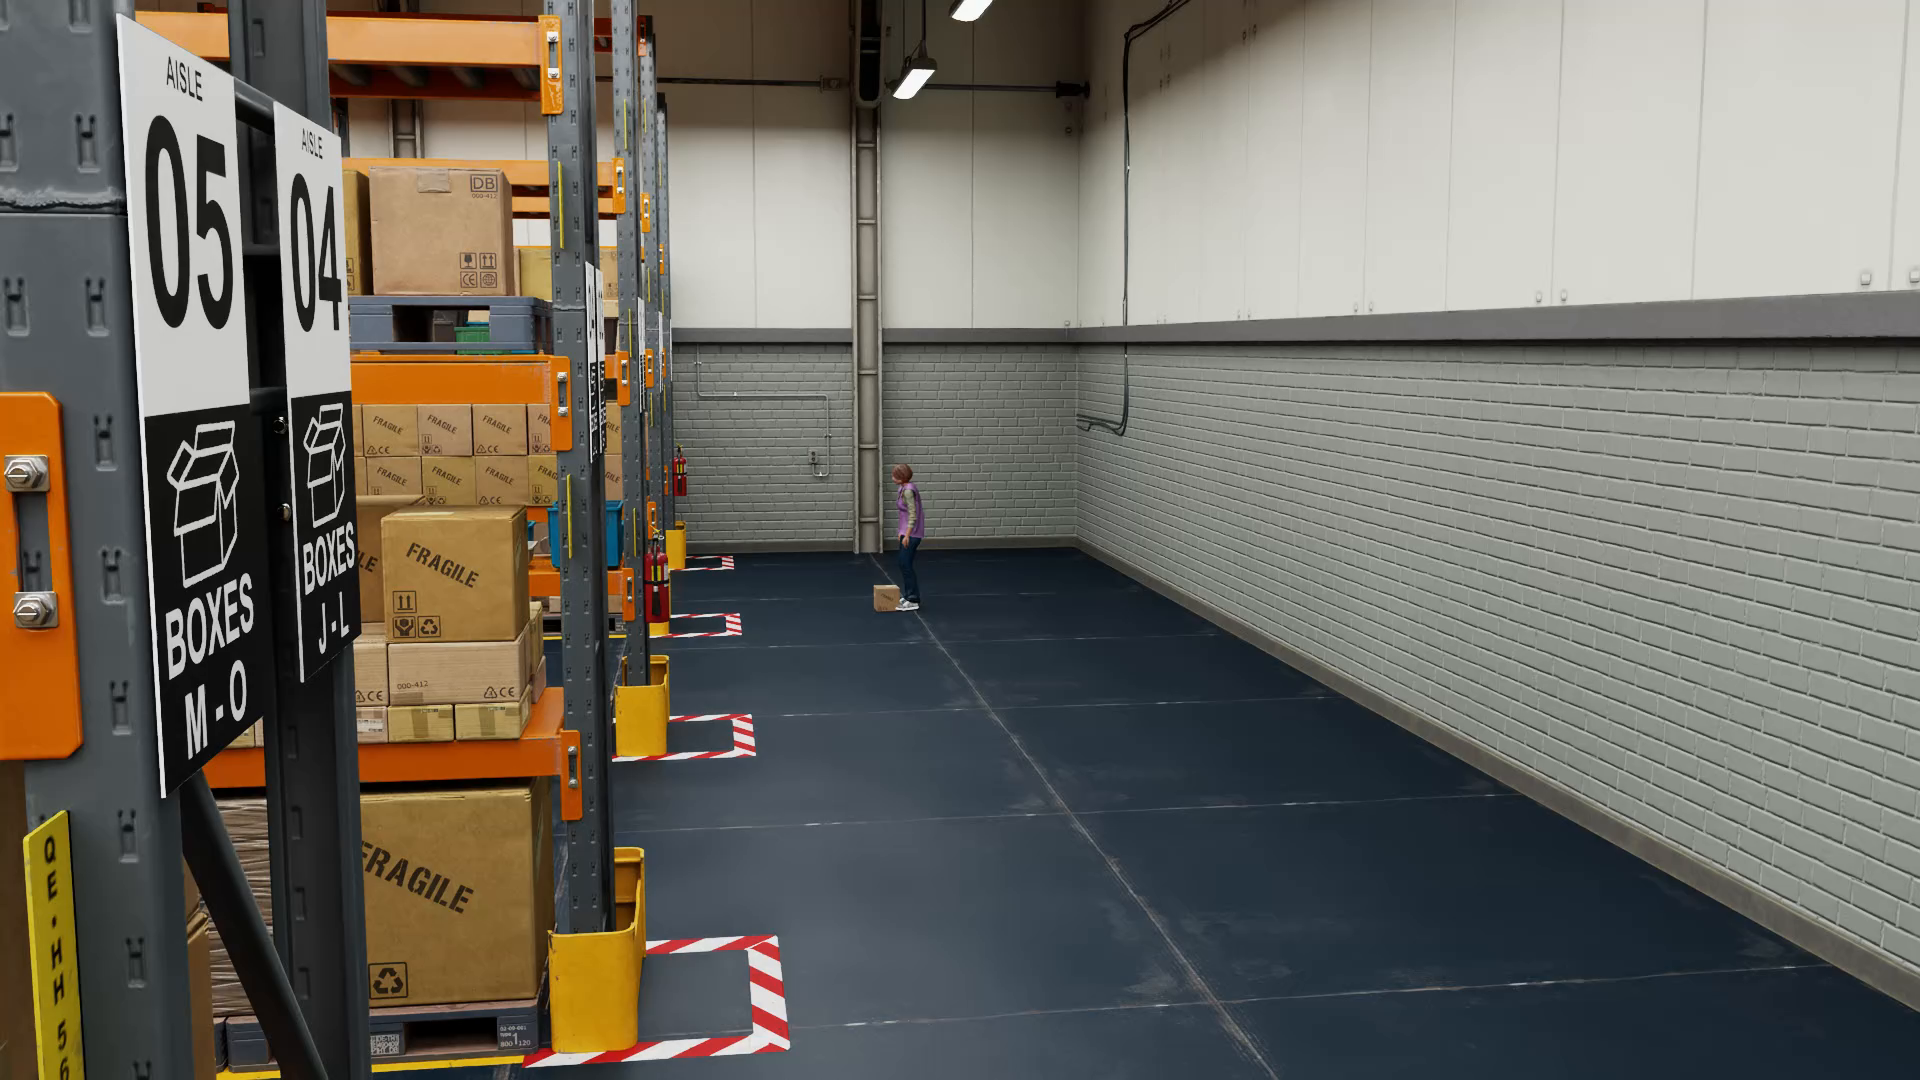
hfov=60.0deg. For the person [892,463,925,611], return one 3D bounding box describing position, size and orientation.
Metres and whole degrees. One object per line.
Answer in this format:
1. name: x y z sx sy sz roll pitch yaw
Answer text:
1. person: -0.566 -0.038 18.103 0.343 1.593 0.461 -1 7 -8
